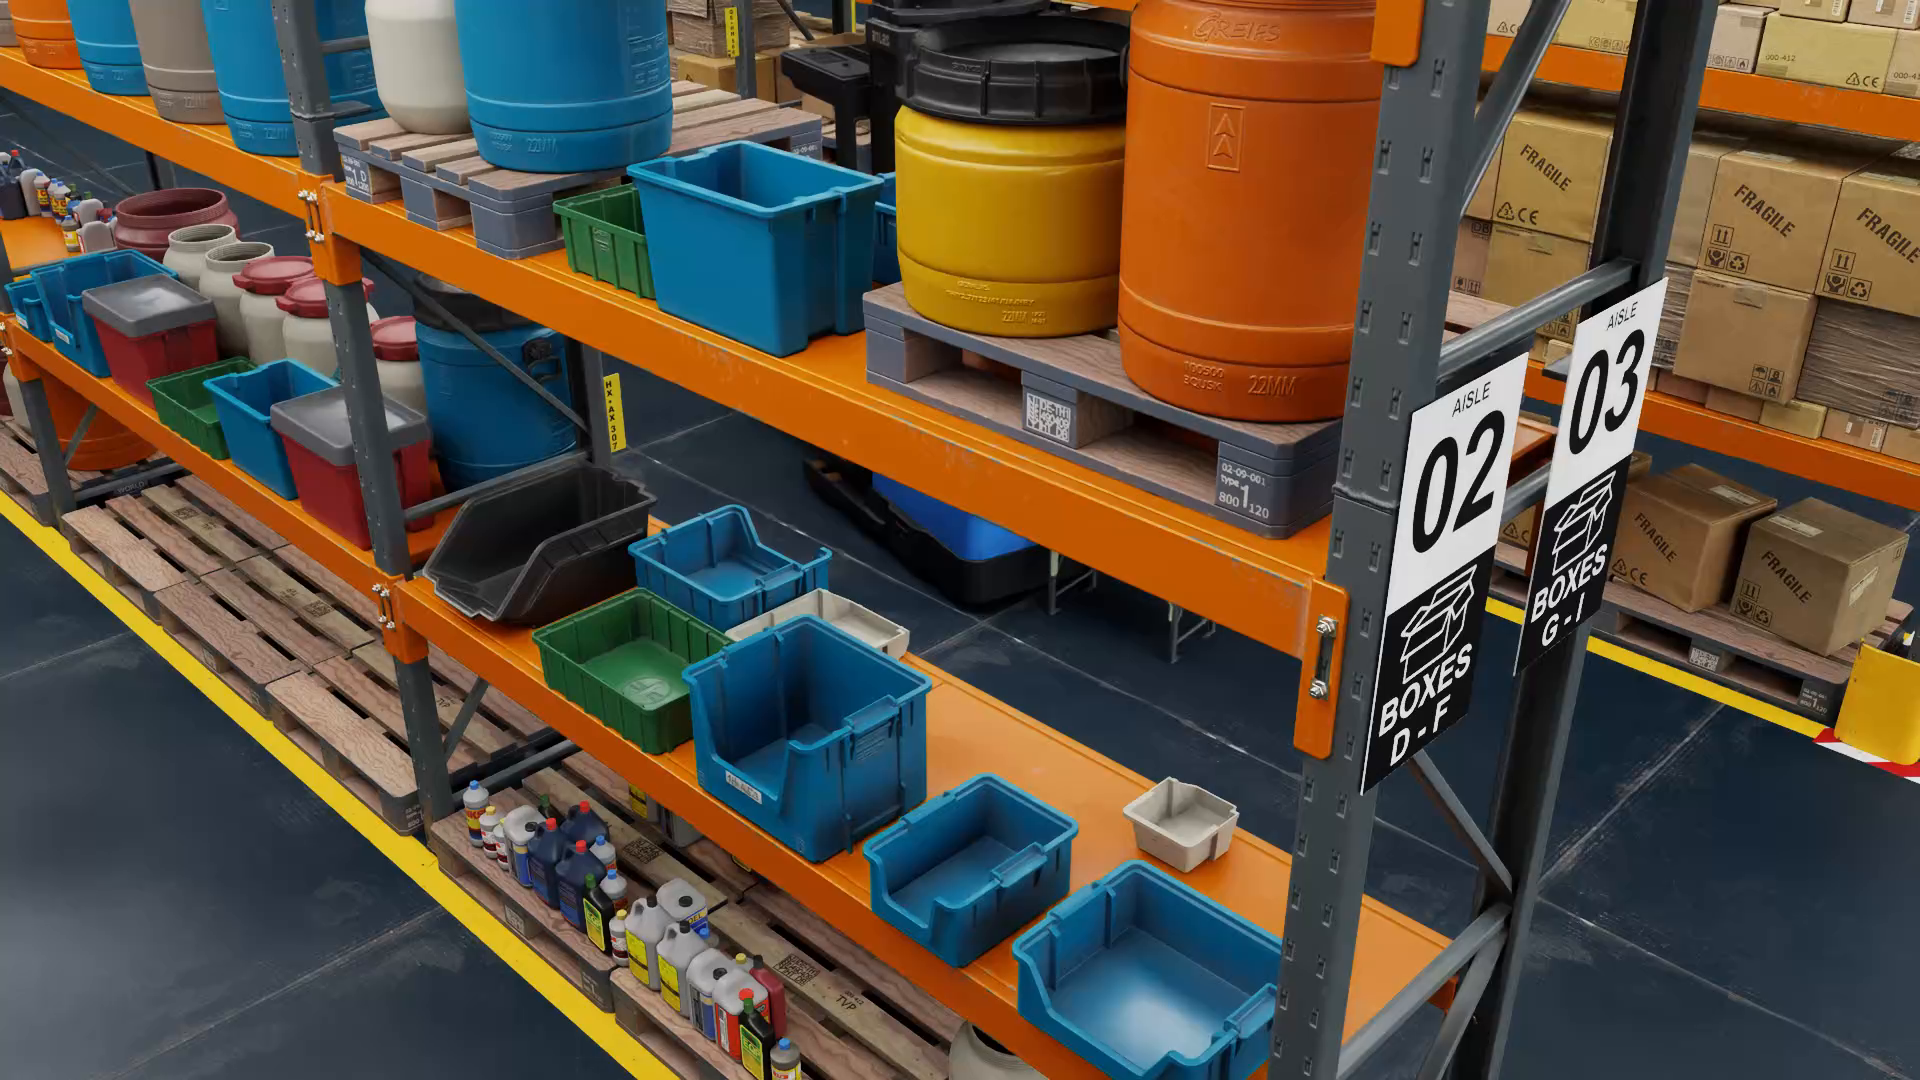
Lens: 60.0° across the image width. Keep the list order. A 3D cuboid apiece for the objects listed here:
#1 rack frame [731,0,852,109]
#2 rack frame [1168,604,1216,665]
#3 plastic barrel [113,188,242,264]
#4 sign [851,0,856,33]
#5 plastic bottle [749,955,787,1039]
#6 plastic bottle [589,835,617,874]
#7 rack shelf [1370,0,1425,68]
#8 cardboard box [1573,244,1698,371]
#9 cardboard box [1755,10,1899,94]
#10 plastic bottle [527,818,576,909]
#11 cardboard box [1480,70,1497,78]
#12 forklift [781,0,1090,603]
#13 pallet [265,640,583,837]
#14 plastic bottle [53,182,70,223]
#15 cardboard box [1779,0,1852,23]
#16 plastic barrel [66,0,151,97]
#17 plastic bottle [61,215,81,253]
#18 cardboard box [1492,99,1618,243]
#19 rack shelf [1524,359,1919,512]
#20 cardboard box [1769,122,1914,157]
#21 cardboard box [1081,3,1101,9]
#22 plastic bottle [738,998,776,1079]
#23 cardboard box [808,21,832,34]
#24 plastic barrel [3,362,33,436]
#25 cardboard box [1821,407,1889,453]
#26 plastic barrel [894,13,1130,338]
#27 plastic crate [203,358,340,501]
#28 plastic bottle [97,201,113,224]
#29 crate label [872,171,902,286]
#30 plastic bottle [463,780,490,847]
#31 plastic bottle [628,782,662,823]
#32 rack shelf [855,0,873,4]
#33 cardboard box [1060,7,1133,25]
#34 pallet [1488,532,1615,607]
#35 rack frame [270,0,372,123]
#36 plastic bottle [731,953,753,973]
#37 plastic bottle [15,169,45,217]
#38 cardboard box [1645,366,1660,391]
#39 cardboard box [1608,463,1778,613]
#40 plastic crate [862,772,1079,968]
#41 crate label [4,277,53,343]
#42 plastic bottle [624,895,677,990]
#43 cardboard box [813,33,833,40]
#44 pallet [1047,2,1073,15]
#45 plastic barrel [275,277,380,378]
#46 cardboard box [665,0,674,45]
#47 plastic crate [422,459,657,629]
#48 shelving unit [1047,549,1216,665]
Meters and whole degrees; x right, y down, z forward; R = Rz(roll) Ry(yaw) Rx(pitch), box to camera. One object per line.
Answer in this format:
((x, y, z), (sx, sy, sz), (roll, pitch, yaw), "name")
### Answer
((-1.175, -3.155, 12.026), (0.127, 3.000, 1.000), (25, 36, 38), "rack frame")
((1.148, -0.130, 7.886), (0.023, 1.500, 0.400), (21, 34, 34), "rack frame")
((-4.104, -1.520, 8.772), (0.708, 0.536, 0.600), (25, 36, 38), "plastic barrel")
((-0.801, -3.815, 12.124), (0.005, 0.325, 0.100), (25, 36, 38), "sign")
((-0.646, 1.526, 5.570), (0.133, 0.283, 0.061), (25, 36, 38), "plastic bottle")
((-1.322, 1.215, 6.174), (0.097, 0.271, 0.097), (0, 28, 0), "plastic bottle")
((-0.369, -1.713, 4.041), (4.000, 0.370, 1.077), (25, 36, 38), "rack shelf")
((3.390, -1.210, 7.900), (0.500, 0.500, 0.875), (25, 36, 38), "cardboard box")
((3.650, -2.041, 6.846), (0.500, 0.250, 0.500), (25, 37, 39), "cardboard box")
((-1.510, 1.173, 6.170), (0.144, 0.351, 0.185), (-24, 36, -38), "plastic bottle")
((2.549, -2.250, 8.804), (0.500, 0.500, 0.500), (25, 36, 38), "cardboard box")
((-0.268, -1.624, 9.189), (1.130, 2.935, 3.031), (-15, 31, -27), "forklift")
((-2.382, 0.785, 7.530), (1.213, 0.211, 1.003), (25, 36, 38), "pallet")
((-5.382, -2.019, 10.005), (0.097, 0.271, 0.097), (0, 28, 0), "plastic bottle")
((3.542, -2.220, 6.758), (0.250, 0.149, 0.380), (25, 37, 39), "cardboard box")
((-3.243, -2.276, 6.594), (0.708, 0.901, 0.600), (25, 36, 38), "plastic barrel")
((-5.133, -1.775, 9.616), (0.097, 0.201, 0.097), (0, 28, 0), "plastic bottle")
((2.898, -1.751, 7.856), (0.500, 0.500, 0.500), (25, 36, 38), "cardboard box")
((3.103, -0.878, 8.471), (4.000, 0.370, 1.077), (25, 36, 38), "rack shelf")
((3.977, -1.598, 7.565), (0.500, 0.500, 0.500), (25, 36, 38), "cardboard box")
((1.341, -5.016, 15.385), (0.380, 0.149, 0.250), (-25, 36, -38), "cardboard box")
((-0.656, 1.621, 5.390), (0.061, 0.283, 0.133), (-24, 36, -38), "plastic bottle")
((-1.526, -5.866, 19.156), (0.250, 0.149, 0.380), (23, 35, 36), "cardboard box")
((-5.474, -0.904, 9.968), (0.421, 0.512, 0.421), (0, 28, 0), "plastic barrel")
((4.004, -0.539, 7.323), (0.250, 0.149, 0.380), (25, 36, 38), "cardboard box")
((0.155, -0.827, 3.724), (0.600, 0.588, 0.600), (0, 28, 0), "plastic barrel")
((-2.800, -0.455, 6.910), (0.575, 0.384, 0.392), (25, 36, 38), "plastic crate")
((-4.932, -1.830, 9.633), (0.133, 0.283, 0.061), (25, 36, 38), "plastic bottle")
((-0.046, -0.883, 4.643), (0.408, 0.251, 0.502), (25, 36, 38), "crate label")
((-1.875, 1.057, 6.476), (0.097, 0.271, 0.097), (0, 28, 0), "plastic bottle")
((-1.235, 0.934, 6.624), (0.185, 0.351, 0.144), (25, 36, 38), "plastic bottle")
((-1.904, -6.407, 18.985), (4.000, 0.370, 1.077), (25, 36, 38), "rack shelf")
((1.209, -2.607, 9.888), (1.000, 1.000, 1.000), (25, 37, 39), "cardboard box")
((3.055, -0.010, 9.042), (1.213, 0.211, 1.003), (25, 36, 38), "pallet")
((-1.795, -2.861, 5.022), (0.127, 3.000, 1.000), (25, 36, 38), "rack frame")
((-0.745, 1.505, 5.698), (0.097, 0.201, 0.097), (0, 28, 0), "plastic bottle")
((-5.718, -2.157, 10.262), (0.135, 0.276, 0.152), (25, 36, 38), "plastic bottle")
((3.279, -0.860, 7.932), (0.250, 0.149, 0.380), (25, 36, 38), "cardboard box")
((3.646, -0.017, 8.294), (0.500, 0.500, 0.500), (-15, 31, -27), "cardboard box")
((0.031, 0.887, 4.499), (0.408, 0.251, 0.499), (25, 36, 38), "plastic crate")
((-4.610, -1.175, 8.441), (0.416, 0.233, 0.303), (25, 36, 38), "crate label")
((-1.073, 1.373, 5.789), (0.185, 0.351, 0.144), (24, 36, 38), "plastic bottle")
((-1.437, -5.550, 18.554), (0.380, 0.149, 0.250), (-24, 36, -38), "cardboard box")
((0.934, -5.315, 16.341), (1.213, 0.211, 1.003), (25, 36, 38), "pallet")
((-2.847, -0.890, 7.574), (0.433, 0.535, 0.433), (0, 28, 0), "plastic barrel")
((-2.148, -4.100, 12.640), (0.797, 0.503, 0.637), (-24, 36, -38), "cardboard box")
((-1.511, 0.035, 6.028), (0.504, 0.338, 0.767), (25, 36, 38), "plastic crate")
((0.865, -0.238, 8.092), (0.755, 1.500, 0.431), (21, 34, 34), "shelving unit")
